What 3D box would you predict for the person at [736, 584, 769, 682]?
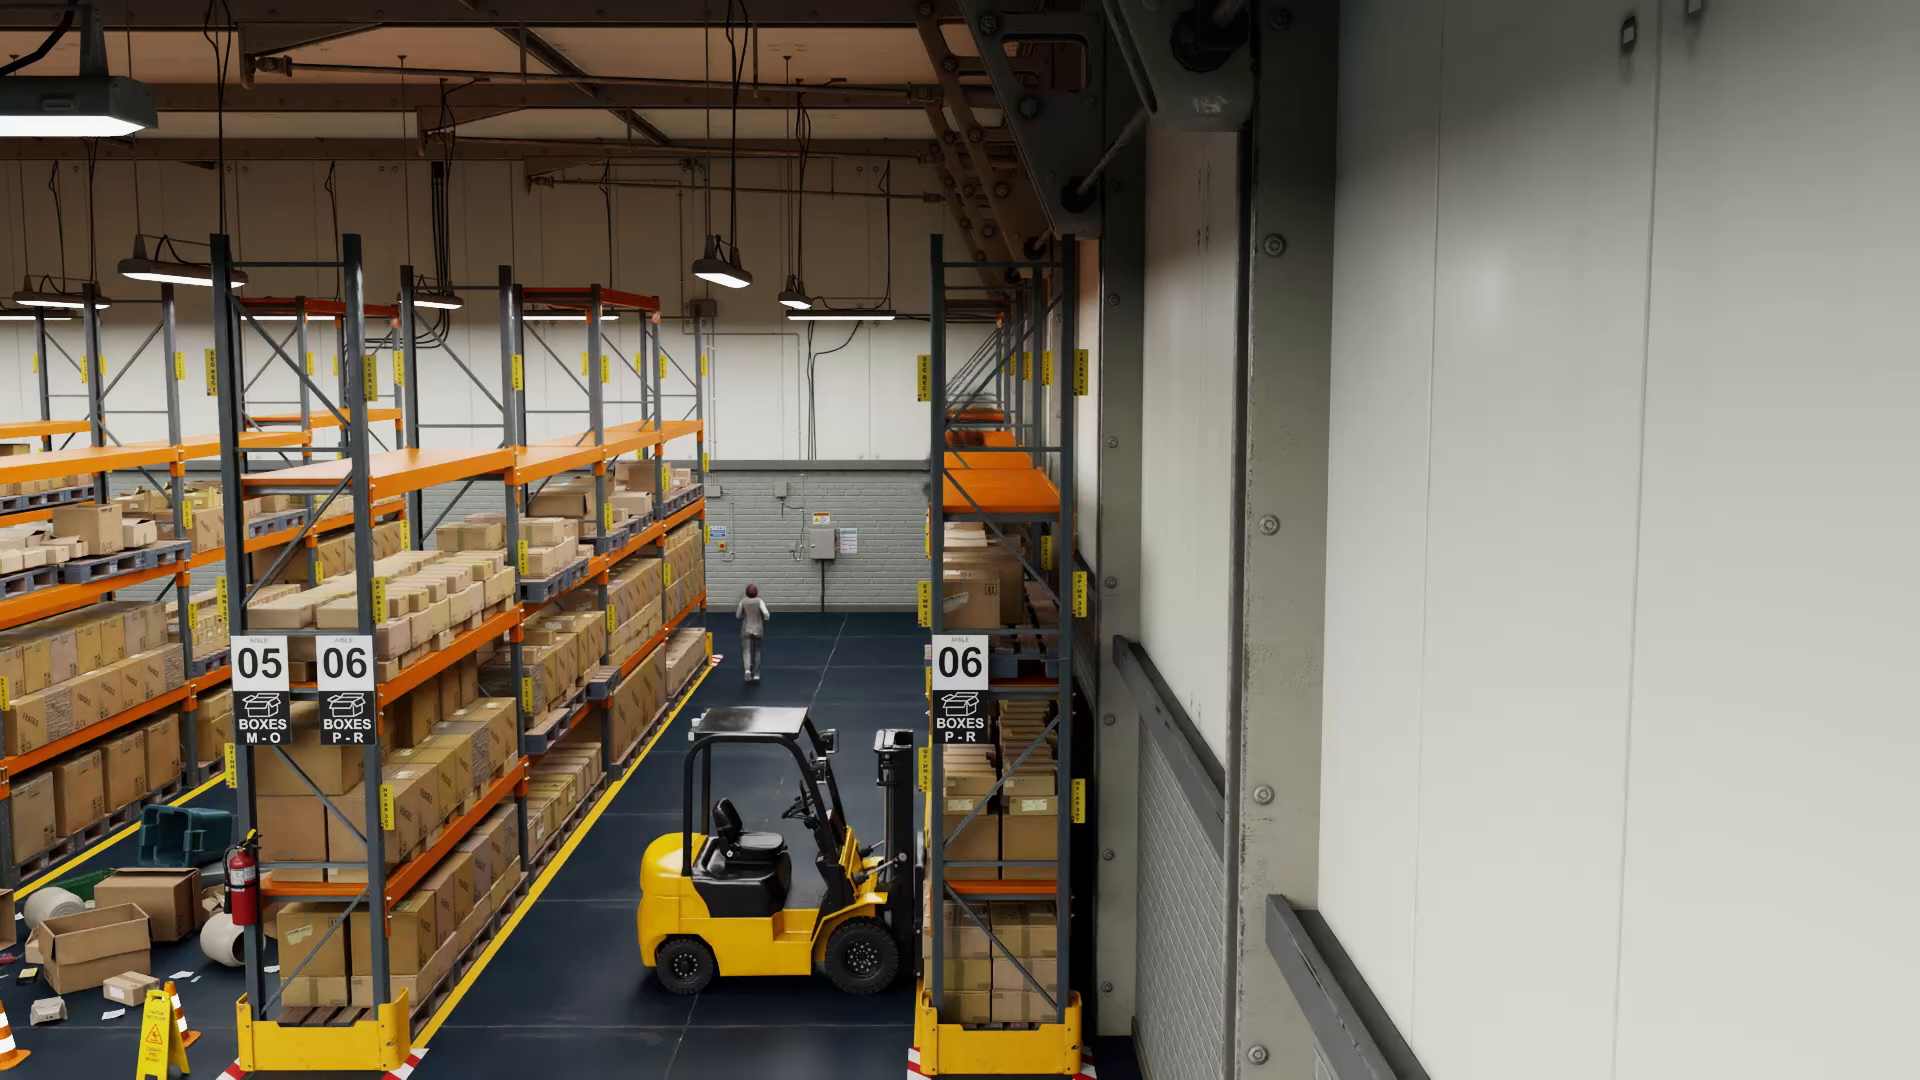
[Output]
[{"bbox_3d":[-3.264,1.468,26.196,0.540,1.580,0.889,-1,6,-5],"label":"person"}]
